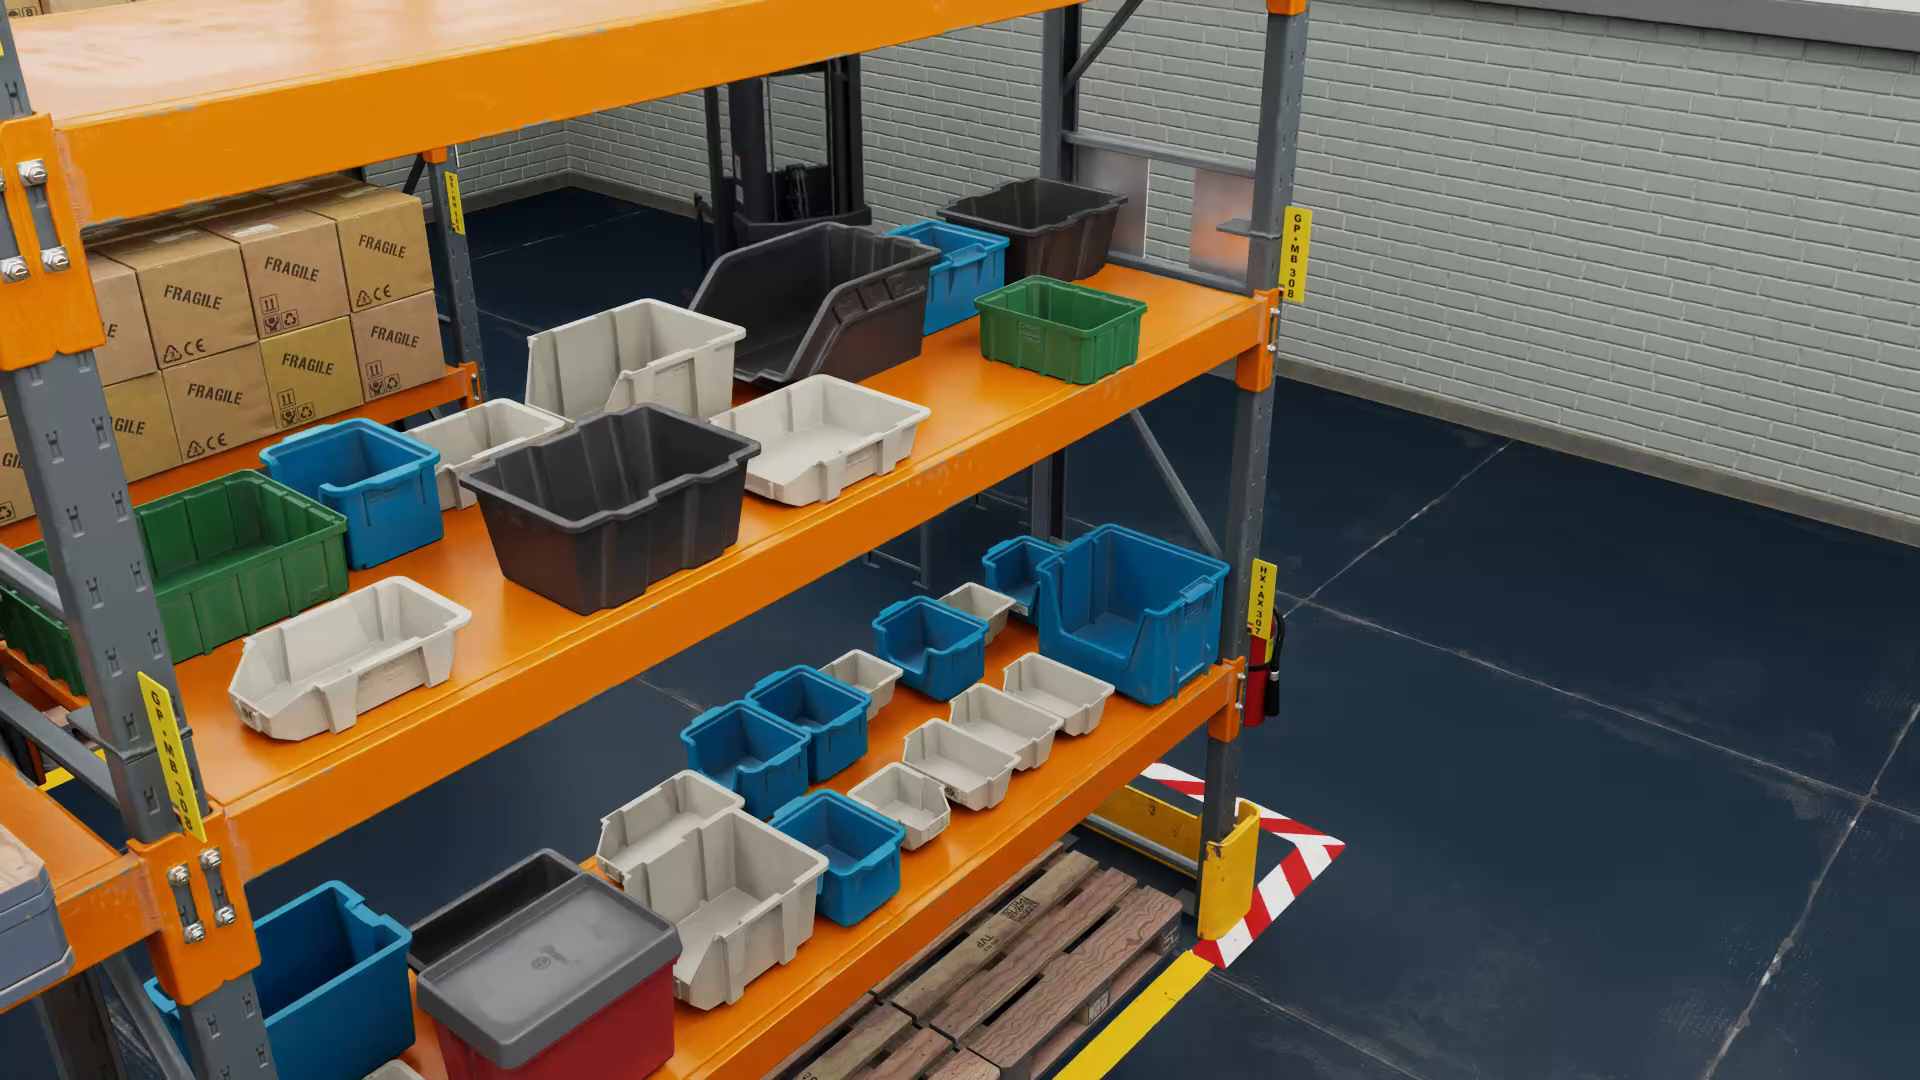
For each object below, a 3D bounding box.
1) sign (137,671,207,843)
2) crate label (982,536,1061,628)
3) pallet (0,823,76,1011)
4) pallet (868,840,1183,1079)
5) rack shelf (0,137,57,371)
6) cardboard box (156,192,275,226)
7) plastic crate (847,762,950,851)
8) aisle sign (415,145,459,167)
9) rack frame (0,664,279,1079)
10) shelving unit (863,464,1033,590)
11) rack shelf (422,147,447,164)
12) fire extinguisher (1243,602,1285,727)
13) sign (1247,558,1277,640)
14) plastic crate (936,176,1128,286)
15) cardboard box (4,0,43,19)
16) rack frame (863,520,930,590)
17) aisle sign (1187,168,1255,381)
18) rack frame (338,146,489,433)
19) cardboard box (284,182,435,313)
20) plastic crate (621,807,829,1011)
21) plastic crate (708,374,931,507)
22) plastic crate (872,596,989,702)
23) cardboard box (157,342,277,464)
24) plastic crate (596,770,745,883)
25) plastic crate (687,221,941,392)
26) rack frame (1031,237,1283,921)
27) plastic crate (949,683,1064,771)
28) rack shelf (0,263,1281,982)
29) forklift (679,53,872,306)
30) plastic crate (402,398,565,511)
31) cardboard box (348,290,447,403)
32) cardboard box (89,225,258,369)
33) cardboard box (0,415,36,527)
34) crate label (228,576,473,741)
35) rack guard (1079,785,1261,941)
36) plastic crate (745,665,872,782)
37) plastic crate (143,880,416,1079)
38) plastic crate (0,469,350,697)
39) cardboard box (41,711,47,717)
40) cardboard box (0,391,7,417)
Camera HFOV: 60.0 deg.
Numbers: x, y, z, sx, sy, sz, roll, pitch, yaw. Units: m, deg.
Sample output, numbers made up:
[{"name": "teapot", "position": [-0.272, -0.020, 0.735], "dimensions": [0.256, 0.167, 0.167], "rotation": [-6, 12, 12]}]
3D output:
[{"name": "sign", "position": [-1.401, 0.389, 2.959], "dimensions": [0.100, 0.325, 0.005], "rotation": [21, 34, 34]}, {"name": "crate label", "position": [0.309, 0.185, 6.745], "dimensions": [0.416, 0.233, 0.303], "rotation": [21, 34, 34]}, {"name": "pallet", "position": [-2.248, 0.622, 2.724], "dimensions": [1.213, 0.211, 1.003], "rotation": [21, 34, 34]}, {"name": "pallet", "position": [0.165, 1.665, 6.801], "dimensions": [1.003, 0.211, 1.213], "rotation": [21, 34, 34]}, {"name": "rack shelf", "position": [-3.097, 0.106, 1.470], "dimensions": [1.077, 0.370, 4.000], "rotation": [21, 34, 34]}, {"name": "cardboard box", "position": [-3.912, -1.524, 8.734], "dimensions": [0.500, 0.500, 0.500], "rotation": [21, 34, 35]}, {"name": "plastic crate", "position": [-0.187, 0.893, 5.481], "dimensions": [0.298, 0.136, 0.250], "rotation": [21, 34, 34]}, {"name": "aisle sign", "position": [-2.820, -2.393, 8.781], "dimensions": [0.394, 0.787, 0.004], "rotation": [21, 34, 34]}, {"name": "rack frame", "position": [-1.824, 1.564, 3.962], "dimensions": [1.000, 3.000, 0.127], "rotation": [21, 34, 34]}, {"name": "shelving unit", "position": [-0.054, -0.636, 9.847], "dimensions": [0.538, 1.500, 1.048], "rotation": [21, 34, 34]}, {"name": "rack shelf", "position": [-4.372, -1.607, 7.610], "dimensions": [1.077, 0.370, 4.000], "rotation": [21, 34, 34]}, {"name": "fire extinguisher", "position": [1.166, 0.425, 6.654], "dimensions": [0.296, 0.674, 0.183], "rotation": [21, 34, 34]}, {"name": "sign", "position": [1.155, 0.228, 6.367], "dimensions": [0.100, 0.325, 0.005], "rotation": [21, 34, 34]}, {"name": "plastic crate", "position": [0.260, -1.074, 5.938], "dimensions": [0.497, 0.269, 0.590], "rotation": [21, 34, 34]}, {"name": "cardboard box", "position": [-4.423, -2.426, 7.214], "dimensions": [0.700, 0.500, 0.500], "rotation": [21, 34, 34]}, {"name": "rack frame", "position": [-0.378, -0.456, 9.499], "dimensions": [0.500, 1.500, 0.032], "rotation": [21, 34, 34]}, {"name": "aisle sign", "position": [0.992, -0.949, 5.990], "dimensions": [0.394, 0.787, 0.004], "rotation": [21, 34, 34]}, {"name": "rack frame", "position": [-3.100, -1.303, 9.505], "dimensions": [1.000, 3.000, 0.127], "rotation": [21, 34, 34]}, {"name": "cardboard box", "position": [-3.171, -1.554, 8.792], "dimensions": [0.500, 0.500, 0.500], "rotation": [20, 34, 34]}, {"name": "plastic crate", "position": [-0.711, 1.102, 4.918], "dimensions": [0.437, 0.282, 0.530], "rotation": [21, 34, 34]}, {"name": "plastic crate", "position": [-0.403, -0.264, 4.519], "dimensions": [0.437, 0.136, 0.530], "rotation": [21, 34, 34]}, {"name": "plastic crate", "position": [-0.110, 0.418, 6.294], "dimensions": [0.416, 0.233, 0.300], "rotation": [21, 34, 34]}, {"name": "cardboard box", "position": [-3.824, -0.749, 8.325], "dimensions": [0.500, 0.500, 0.500], "rotation": [21, 34, 35]}, {"name": "plastic crate", "position": [-0.949, 0.949, 5.373], "dimensions": [0.293, 0.136, 0.466], "rotation": [21, 34, 34]}, {"name": "plastic crate", "position": [-0.464, -0.698, 5.137], "dimensions": [0.504, 0.338, 0.767], "rotation": [21, 34, 34]}, {"name": "rack frame", "position": [0.720, 0.146, 6.704], "dimensions": [1.000, 3.000, 0.127], "rotation": [21, 34, 34]}, {"name": "plastic crate", "position": [0.145, 0.677, 5.899], "dimensions": [0.396, 0.136, 0.243], "rotation": [21, 34, 34]}, {"name": "rack shelf", "position": [-0.552, -0.158, 4.809], "dimensions": [1.077, 0.370, 4.000], "rotation": [21, 34, 34]}, {"name": "forklift", "position": [-1.357, -2.611, 12.107], "dimensions": [1.130, 2.935, 3.031], "rotation": [-13, 30, -23]}, {"name": "plastic crate", "position": [-1.309, -0.213, 4.420], "dimensions": [0.293, 0.136, 0.466], "rotation": [21, 34, 34]}, {"name": "cardboard box", "position": [-3.175, -1.109, 9.021], "dimensions": [0.500, 0.500, 0.500], "rotation": [22, 35, 36]}, {"name": "cardboard box", "position": [-3.818, -1.189, 8.087], "dimensions": [0.500, 0.500, 0.500], "rotation": [22, 34, 36]}, {"name": "cardboard box", "position": [-4.467, -0.390, 7.630], "dimensions": [0.500, 0.500, 0.500], "rotation": [21, 34, 34]}, {"name": "crate label", "position": [-1.290, 0.260, 3.506], "dimensions": [0.293, 0.136, 0.466], "rotation": [21, 34, 34]}, {"name": "rack guard", "position": [0.725, 1.244, 7.302], "dimensions": [1.175, 0.500, 0.348], "rotation": [21, 34, 34]}, {"name": "plastic crate", "position": [-0.529, 0.652, 5.843], "dimensions": [0.416, 0.233, 0.300], "rotation": [21, 34, 34]}, {"name": "plastic crate", "position": [-1.791, 1.279, 4.465], "dimensions": [0.392, 0.384, 0.575], "rotation": [21, 34, 34]}, {"name": "plastic crate", "position": [-1.788, 0.087, 3.783], "dimensions": [0.450, 0.188, 0.662], "rotation": [21, 34, 34]}, {"name": "cardboard box", "position": [-4.668, 0.783, 8.077], "dimensions": [0.380, 0.166, 0.250], "rotation": [21, 34, 34]}, {"name": "cardboard box", "position": [-4.472, -0.824, 7.381], "dimensions": [0.500, 0.500, 0.500], "rotation": [20, 33, 33]}]
